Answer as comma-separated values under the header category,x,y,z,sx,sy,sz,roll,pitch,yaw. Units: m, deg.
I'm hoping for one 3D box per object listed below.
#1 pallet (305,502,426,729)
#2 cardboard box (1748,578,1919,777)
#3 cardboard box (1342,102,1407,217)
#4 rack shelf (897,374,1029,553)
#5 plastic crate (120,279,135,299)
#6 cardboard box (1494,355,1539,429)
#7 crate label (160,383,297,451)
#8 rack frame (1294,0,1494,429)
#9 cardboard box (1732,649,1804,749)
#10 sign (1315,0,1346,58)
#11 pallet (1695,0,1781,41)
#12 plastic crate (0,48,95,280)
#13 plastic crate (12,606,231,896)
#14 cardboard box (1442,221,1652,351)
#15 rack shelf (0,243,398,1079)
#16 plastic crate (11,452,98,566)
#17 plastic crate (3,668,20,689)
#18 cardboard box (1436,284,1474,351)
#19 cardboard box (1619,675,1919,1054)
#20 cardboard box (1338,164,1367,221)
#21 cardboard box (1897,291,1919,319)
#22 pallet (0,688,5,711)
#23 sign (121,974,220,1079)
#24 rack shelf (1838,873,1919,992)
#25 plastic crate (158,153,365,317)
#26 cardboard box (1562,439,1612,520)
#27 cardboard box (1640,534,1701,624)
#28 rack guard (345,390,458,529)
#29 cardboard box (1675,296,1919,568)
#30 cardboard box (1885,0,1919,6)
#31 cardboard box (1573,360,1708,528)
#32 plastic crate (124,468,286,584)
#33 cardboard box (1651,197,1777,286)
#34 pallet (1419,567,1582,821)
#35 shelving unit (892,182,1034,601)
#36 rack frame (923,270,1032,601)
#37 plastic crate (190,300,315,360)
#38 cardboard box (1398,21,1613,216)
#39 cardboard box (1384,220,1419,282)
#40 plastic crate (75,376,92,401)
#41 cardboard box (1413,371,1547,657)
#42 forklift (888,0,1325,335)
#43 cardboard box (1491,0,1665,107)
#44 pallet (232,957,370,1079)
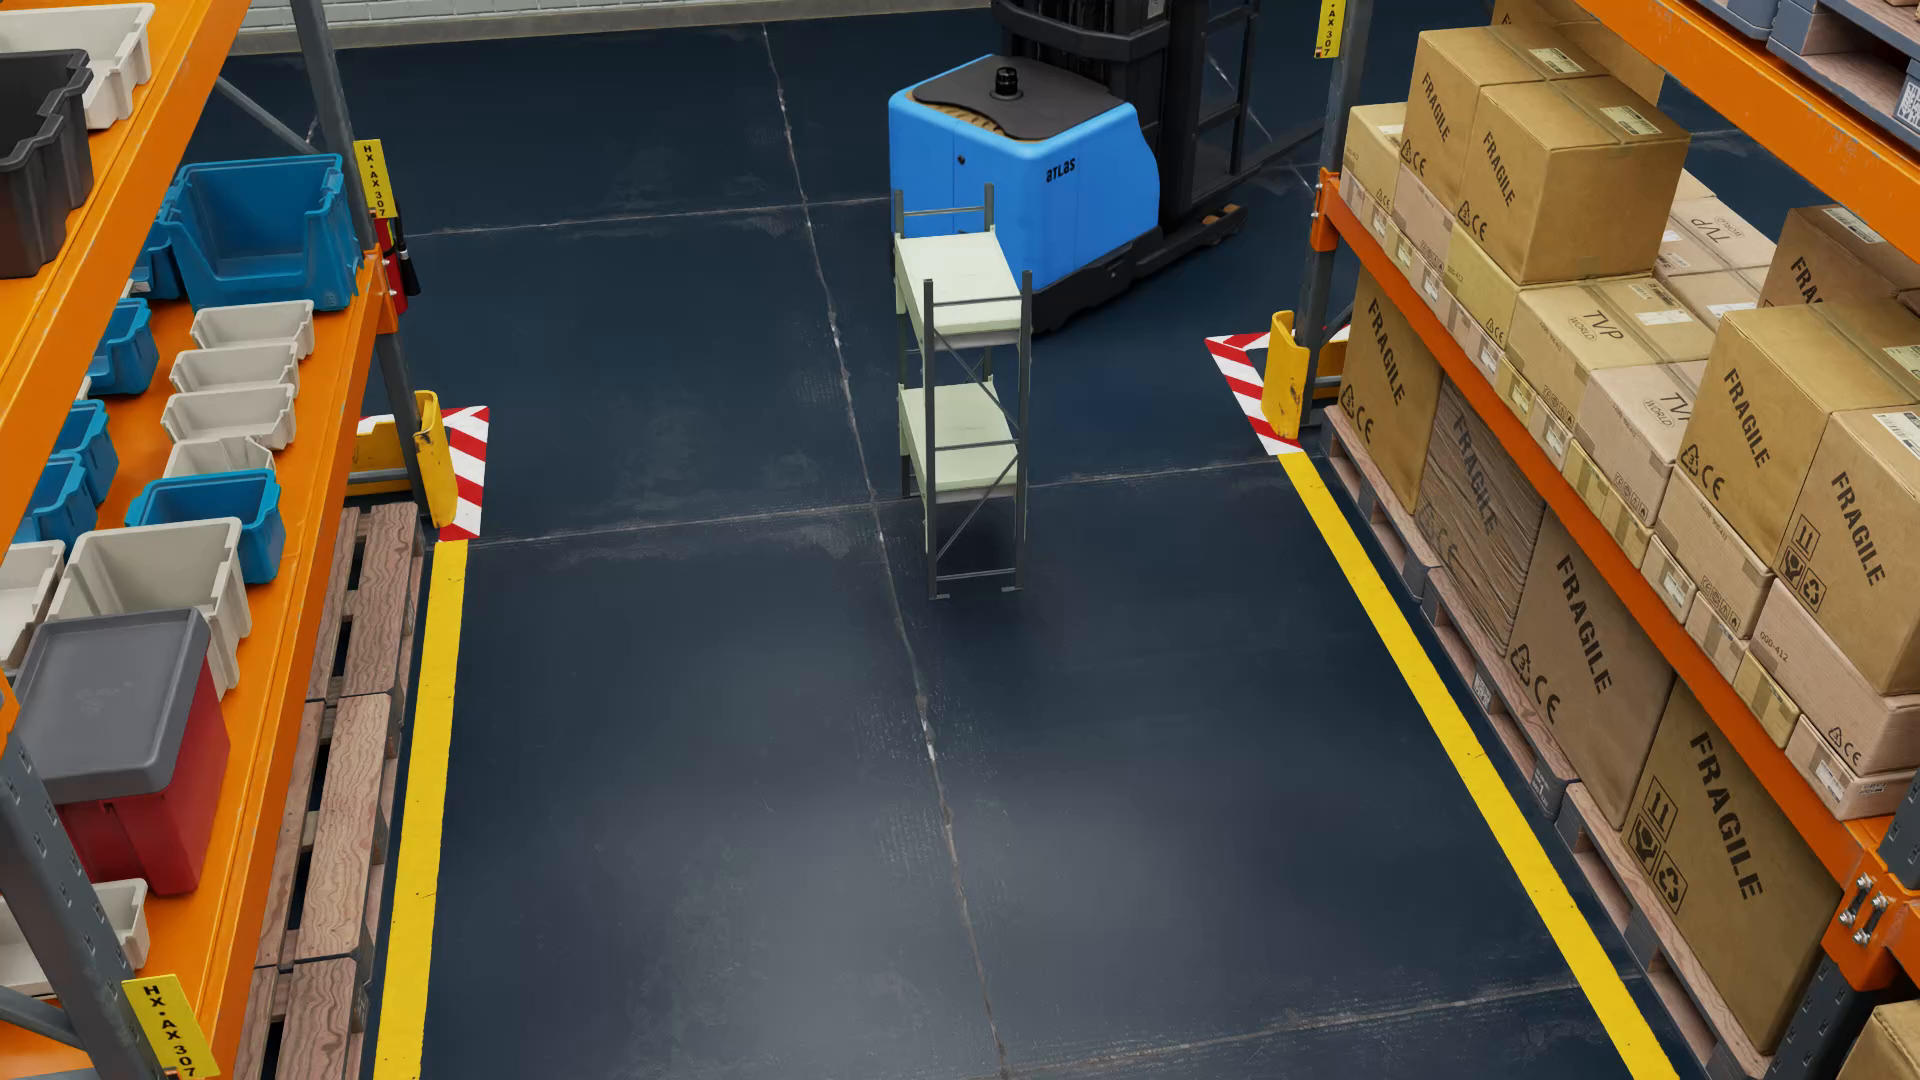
category,x,y,z,sx,sy,sz,roll,pitch,yaw
pallet,-2.710,0.332,6.650,1.003,0.211,1.213,-6,38,-8
cardboard box,2.425,0.316,4.279,0.500,0.250,0.500,-7,38,-9
cardboard box,1.878,-1.543,6.671,0.500,0.250,0.500,-7,38,-9
rack shelf,0.001,-0.331,6.985,0.431,0.370,0.720,-6,38,-8
plastic crate,-3.123,-0.803,6.005,0.250,0.136,0.298,-6,38,-8
cardboard box,2.068,-0.526,5.687,0.380,0.149,0.250,-7,38,-9
crate label,-2.386,-0.375,5.454,0.396,0.136,0.243,-6,38,-8
rack frame,2.060,-1.804,7.127,1.000,3.000,0.127,-6,38,-8
cardboard box,2.340,0.407,4.486,0.380,0.149,0.250,-6,38,-7
sign,1.512,-2.121,6.765,0.100,0.325,0.005,-6,38,-8
pallet,2.417,-1.768,4.708,1.003,0.211,1.213,-6,38,-8
plastic crate,-2.063,-0.768,3.455,0.497,0.269,0.590,-6,38,-8
plastic crate,-2.025,0.530,4.022,0.402,0.464,0.583,-6,38,-8
cardboard box,2.060,-0.926,5.877,0.500,0.250,0.500,-7,38,-9
rack shelf,-2.466,0.221,5.107,1.077,0.370,4.000,-6,38,-8
plastic crate,-2.814,-0.068,4.980,0.416,0.233,0.300,-6,38,-8
plastic crate,-2.576,0.583,4.230,0.437,0.125,0.590,-6,38,-8
cardboard box,1.979,-0.834,6.084,0.380,0.149,0.250,-7,38,-9
cardboard box,2.724,0.878,5.064,0.875,0.875,0.875,-6,38,-8
cardboard box,1.797,-1.455,6.882,0.380,0.149,0.250,-6,38,-7
cardboard box,2.850,-0.357,4.533,0.500,0.500,0.500,-6,38,-8
pallet,-1.882,0.498,1.873,1.213,0.211,1.003,-6,38,-8
sign,-1.573,0.978,3.321,0.100,0.325,0.005,-6,38,-8
rack shelf,3.112,2.104,2.683,1.077,0.370,4.000,-6,38,-8
plastic crate,-2.574,-1.127,6.177,0.616,0.435,0.499,-6,38,-8
cardboard box,2.159,-0.214,5.285,0.380,0.149,0.250,-7,38,-9
cardboard box,2.250,0.097,4.885,0.380,0.149,0.250,-6,38,-7
rack guard,-2.834,-0.297,7.225,1.175,0.500,0.348,-6,38,-8
cardboard box,2.333,-0.294,4.452,0.500,0.500,0.500,-6,38,-7
cardboard box,2.475,-1.609,3.925,0.700,0.500,0.500,-4,38,-6
cardboard box,2.242,-0.305,5.077,0.500,0.250,0.500,-5,38,-7
plastic crate,-2.204,-0.016,4.913,0.416,0.233,0.300,-6,38,-8
cardboard box,2.584,-0.984,5.951,0.500,0.250,0.500,-7,38,-9
pallet,2.487,0.507,6.425,1.003,0.211,1.213,-6,38,-8
shelving unit,0.001,-0.588,6.785,0.431,1.500,0.755,-6,38,-8
rack frame,0.065,-0.367,6.500,0.400,1.500,0.023,-6,38,-8
plastic crate,-2.495,-0.718,5.895,0.396,0.136,0.243,-6,38,-8
cardboard box,1.966,-1.537,6.052,0.500,0.500,0.500,-7,38,-9
cardboard box,1.889,-1.145,6.484,0.380,0.149,0.250,-7,38,-9
plastic crate,-3.004,-0.394,5.478,0.250,0.136,0.298,-6,38,-8
cardboard box,2.410,-0.203,6.456,0.875,0.875,0.875,-6,38,-8
forklift,0.996,-3.013,8.740,1.130,2.935,3.031,30,47,33
cardboard box,2.404,-1.892,6.509,0.500,0.500,0.500,-6,38,-7
pallet,-2.282,1.806,4.753,1.003,0.211,1.213,-6,38,-8
